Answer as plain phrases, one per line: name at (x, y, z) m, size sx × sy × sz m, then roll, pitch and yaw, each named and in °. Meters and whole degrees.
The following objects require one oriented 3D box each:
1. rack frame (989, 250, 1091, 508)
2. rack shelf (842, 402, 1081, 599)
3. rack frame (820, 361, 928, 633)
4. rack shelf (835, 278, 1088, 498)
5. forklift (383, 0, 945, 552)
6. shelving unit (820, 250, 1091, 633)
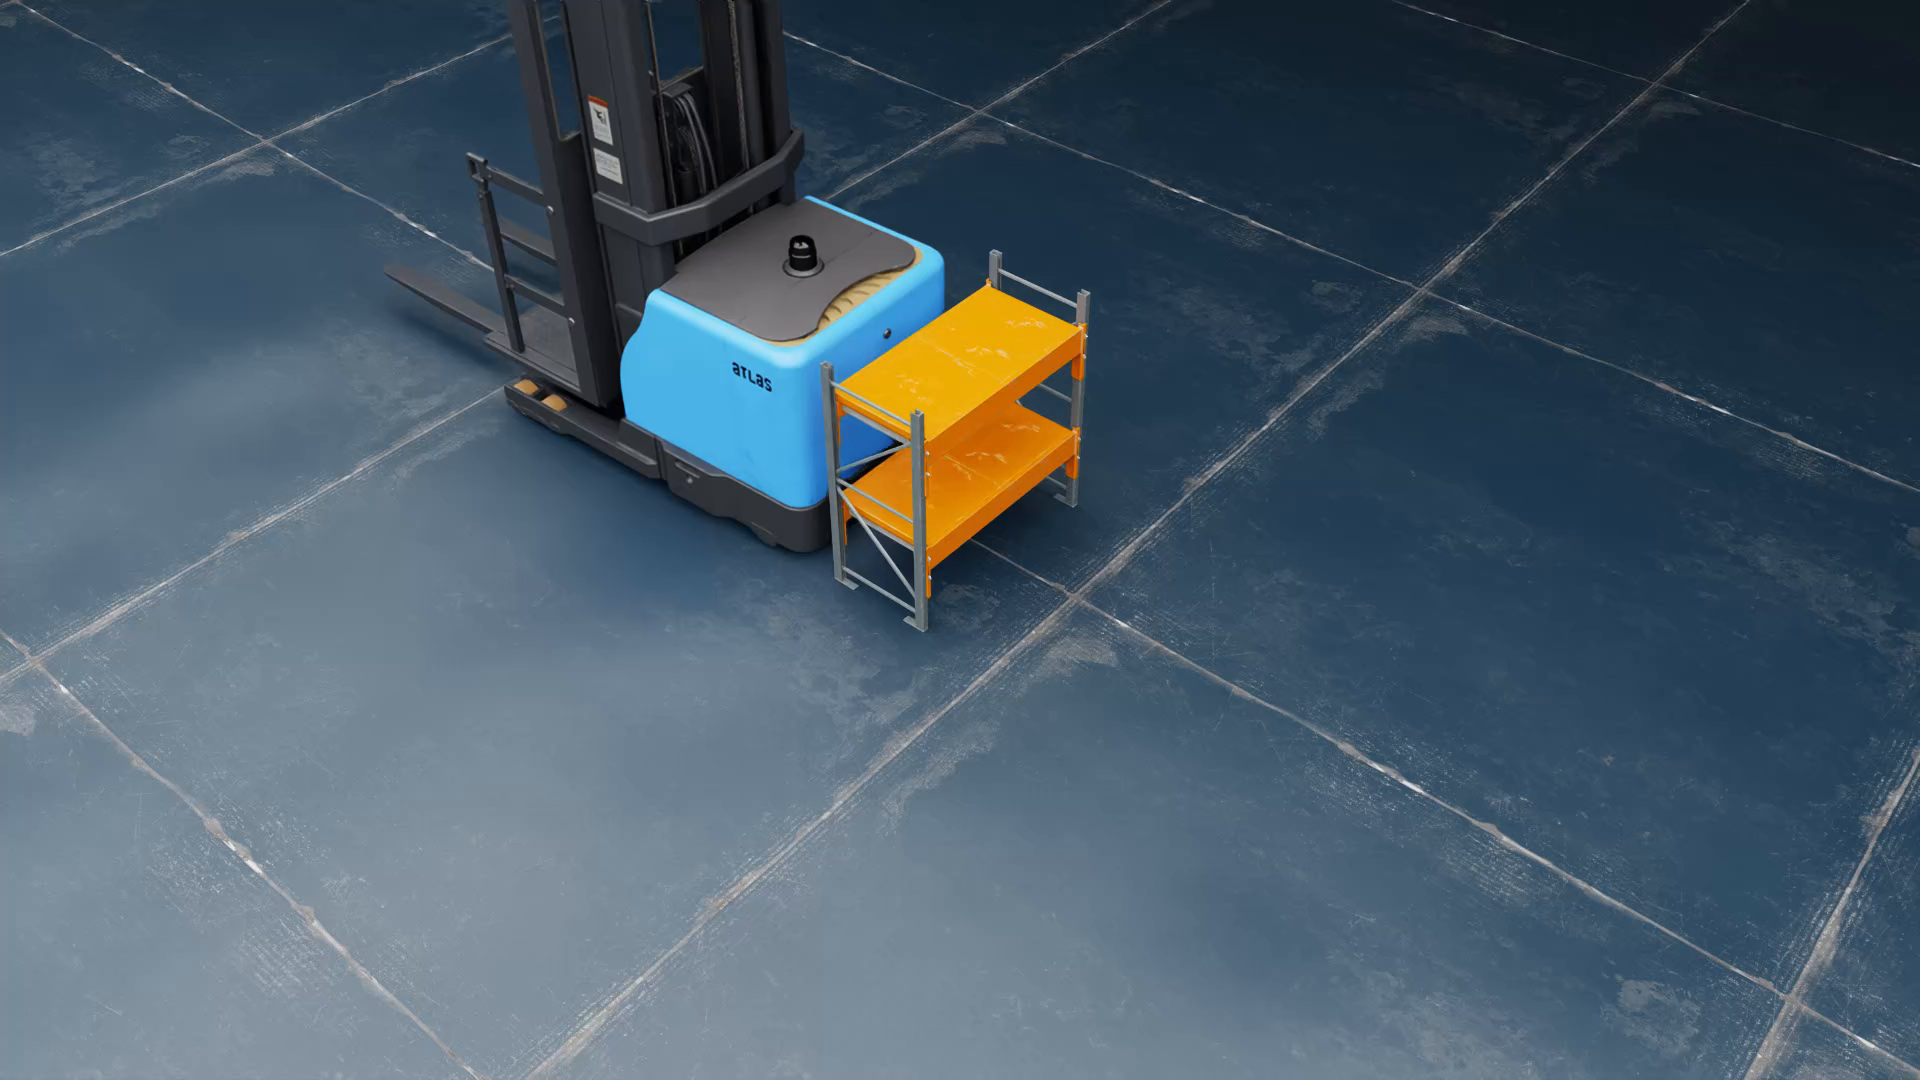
rack frame at (0.323, -0.674, 7.156) m, size 0.500 × 1.125 × 0.032 m, roll 29°, pitch 50°, yaw 28°
rack shelf at (-0.004, -0.232, 7.032) m, size 0.538 × 0.278 × 1.000 m, roll 29°, pitch 50°, yaw 28°
rack frame at (-0.331, -0.151, 6.580) m, size 0.500 × 1.125 × 0.032 m, roll 29°, pitch 50°, yaw 28°
rack shelf at (-0.004, -0.629, 6.671) m, size 0.538 × 0.278 × 1.000 m, roll 29°, pitch 50°, yaw 28°
forklift at (-1.527, -1.852, 7.108) m, size 3.031 × 2.935 × 1.130 m, roll 27°, pitch 49°, yaw 27°
shelving unit at (-0.004, -0.413, 6.868) m, size 0.538 × 1.125 × 1.048 m, roll 29°, pitch 50°, yaw 28°
